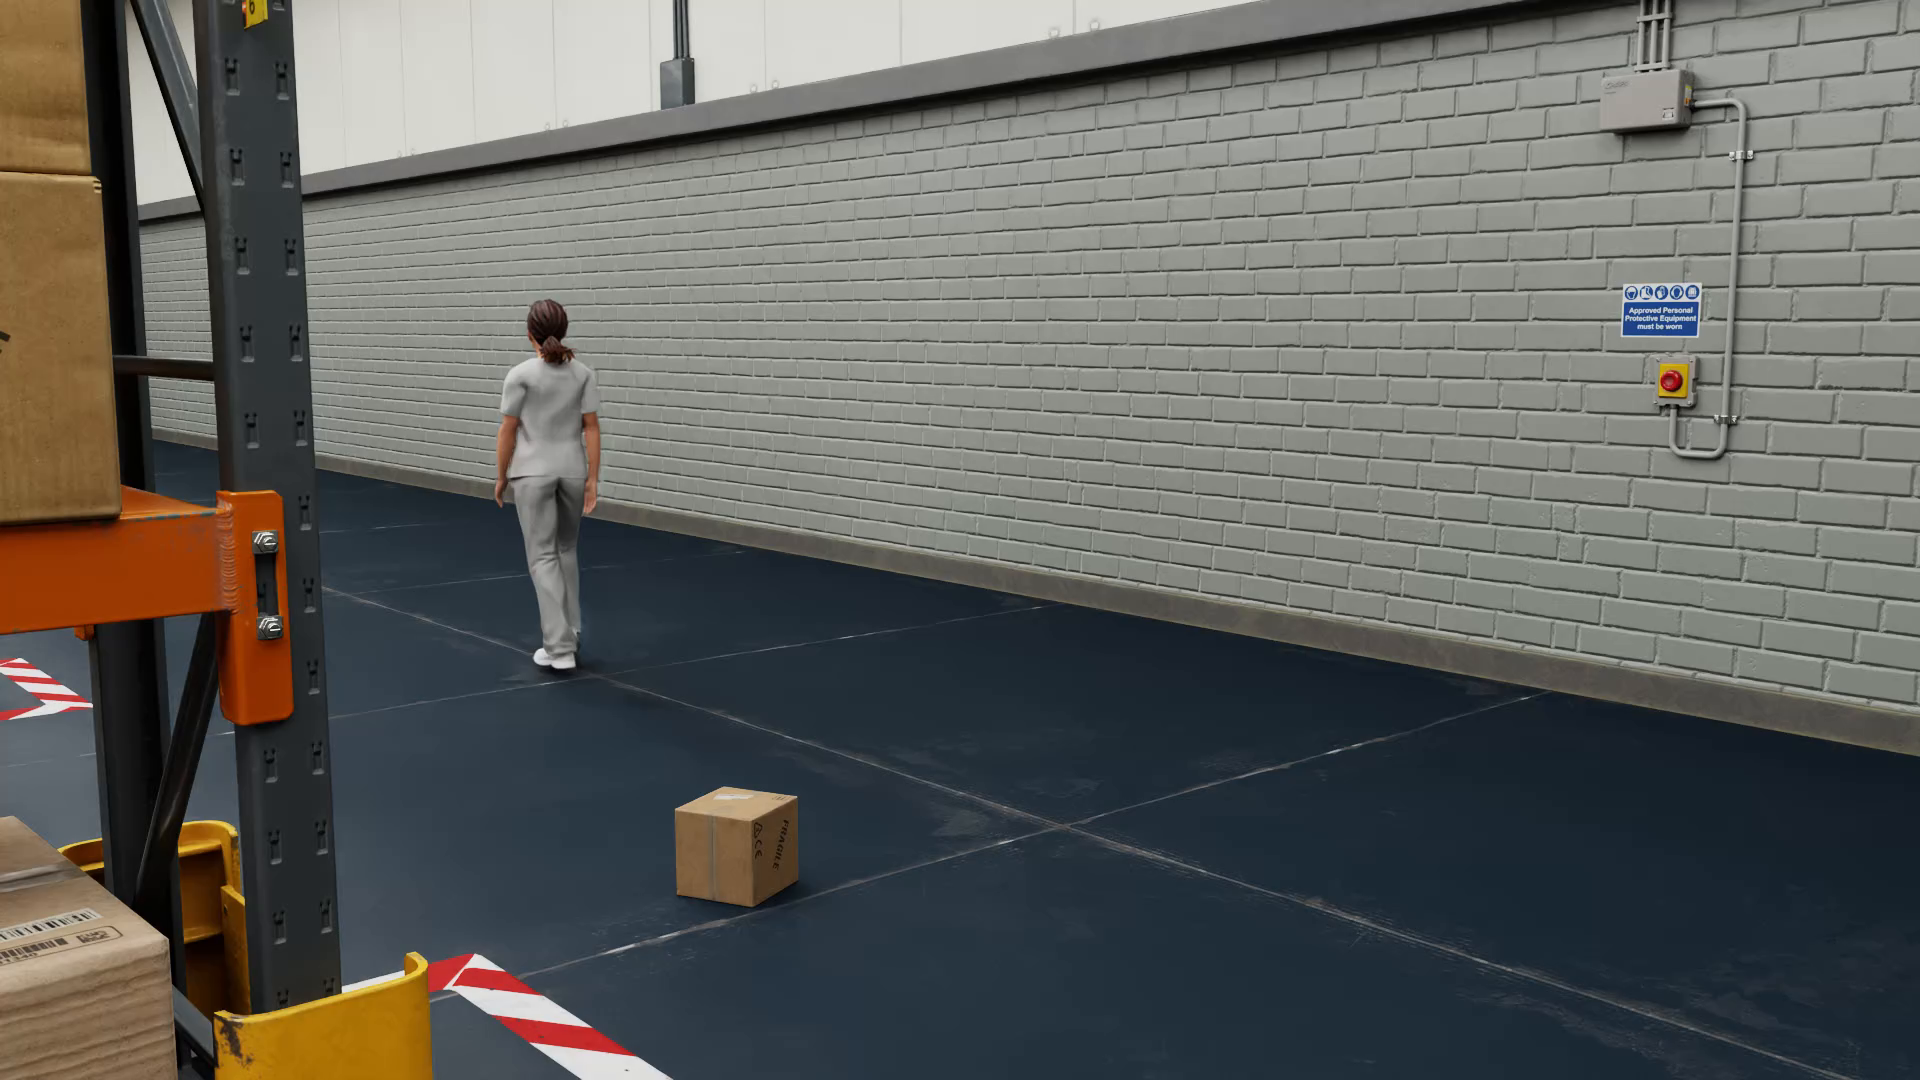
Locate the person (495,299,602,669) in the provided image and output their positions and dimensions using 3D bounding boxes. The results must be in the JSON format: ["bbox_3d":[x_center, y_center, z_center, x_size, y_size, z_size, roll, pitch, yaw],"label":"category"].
[{"bbox_3d":[-1.881,-0.226,7.589,0.445,1.727,0.514,-5,9,-36],"label":"person"}]
